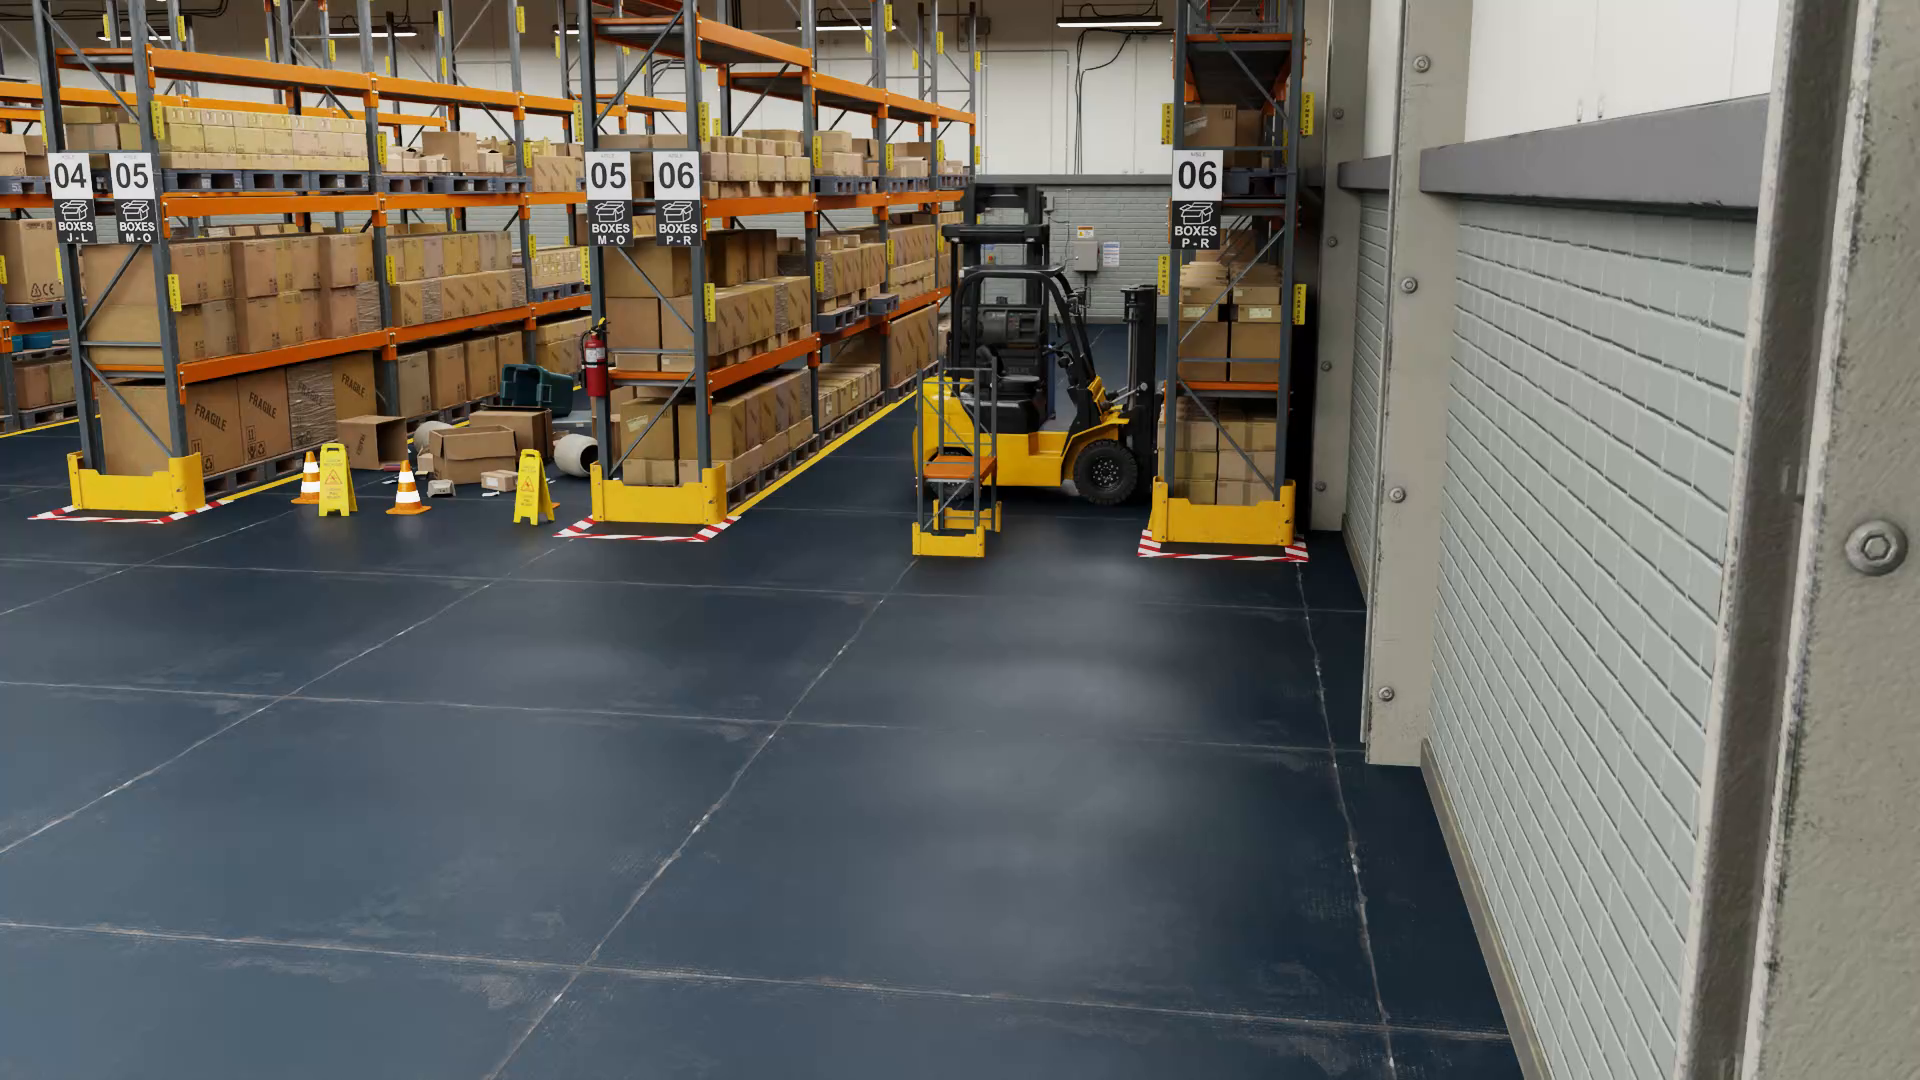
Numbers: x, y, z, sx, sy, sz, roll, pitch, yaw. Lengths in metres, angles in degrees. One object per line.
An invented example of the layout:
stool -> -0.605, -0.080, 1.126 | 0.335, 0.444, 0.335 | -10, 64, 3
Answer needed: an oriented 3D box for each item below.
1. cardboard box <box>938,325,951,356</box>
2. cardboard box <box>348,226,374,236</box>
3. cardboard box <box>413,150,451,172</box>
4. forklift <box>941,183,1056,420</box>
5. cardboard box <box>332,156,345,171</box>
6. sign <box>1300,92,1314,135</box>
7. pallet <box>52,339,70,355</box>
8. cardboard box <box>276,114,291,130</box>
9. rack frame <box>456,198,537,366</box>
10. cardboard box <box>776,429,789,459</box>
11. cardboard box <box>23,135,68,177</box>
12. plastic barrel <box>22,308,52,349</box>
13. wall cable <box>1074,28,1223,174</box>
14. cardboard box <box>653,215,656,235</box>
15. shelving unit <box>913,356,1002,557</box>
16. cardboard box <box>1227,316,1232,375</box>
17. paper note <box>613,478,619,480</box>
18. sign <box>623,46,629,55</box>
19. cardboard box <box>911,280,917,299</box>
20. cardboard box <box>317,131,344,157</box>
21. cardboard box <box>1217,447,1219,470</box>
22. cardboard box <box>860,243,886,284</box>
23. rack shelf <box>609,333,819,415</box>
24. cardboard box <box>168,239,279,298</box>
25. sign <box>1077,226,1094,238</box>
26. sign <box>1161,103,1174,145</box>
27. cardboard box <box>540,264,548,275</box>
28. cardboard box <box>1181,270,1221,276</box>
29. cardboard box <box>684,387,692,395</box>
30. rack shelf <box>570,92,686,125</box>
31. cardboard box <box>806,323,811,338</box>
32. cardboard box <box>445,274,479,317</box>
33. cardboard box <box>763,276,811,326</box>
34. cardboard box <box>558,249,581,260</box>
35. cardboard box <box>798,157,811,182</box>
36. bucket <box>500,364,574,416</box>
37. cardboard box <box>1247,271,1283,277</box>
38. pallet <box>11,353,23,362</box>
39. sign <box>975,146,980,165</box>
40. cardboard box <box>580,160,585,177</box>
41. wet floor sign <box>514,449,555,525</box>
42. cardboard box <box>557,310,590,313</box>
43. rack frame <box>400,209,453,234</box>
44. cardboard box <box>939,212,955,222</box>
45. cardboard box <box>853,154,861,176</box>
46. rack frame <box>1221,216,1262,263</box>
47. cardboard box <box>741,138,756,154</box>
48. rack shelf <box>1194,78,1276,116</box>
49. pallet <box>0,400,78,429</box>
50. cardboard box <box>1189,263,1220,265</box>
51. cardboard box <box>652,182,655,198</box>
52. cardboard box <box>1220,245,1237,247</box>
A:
cardboard box -> -0.644, -3.215, 26.878 | 0.875, 0.438, 0.875 | 2, 12, 8
cardboard box -> -10.229, -5.089, 28.356 | 0.500, 0.500, 0.500 | 2, 12, 9
cardboard box -> -6.487, -4.647, 20.400 | 0.396, 0.266, 0.258 | 2, 12, 9
forklift -> 0.403, -2.396, 18.155 | 1.130, 2.935, 3.031 | 2, 12, 8
cardboard box -> -6.801, -4.015, 17.744 | 0.380, 0.149, 0.250 | 2, 12, 10
sign -> 2.760, -3.390, 13.223 | 0.100, 0.325, 0.005 | 2, 12, 9
pallet -> -15.458, -3.408, 29.306 | 1.003, 0.211, 1.213 | 2, 12, 9
cardboard box -> -6.958, -4.194, 16.685 | 0.380, 0.149, 0.250 | 2, 12, 9
rack frame -> -6.369, -3.442, 22.845 | 1.000, 3.000, 0.127 | 2, 12, 9
cardboard box -> -2.057, -0.982, 16.962 | 0.500, 0.250, 0.500 | 2, 12, 10
cardboard box -> -11.555, -4.804, 20.803 | 0.797, 0.503, 0.637 | 2, 12, 11
plastic barrel -> -15.633, -3.684, 27.950 | 0.600, 0.901, 0.708 | 2, 12, 9
wall cable -> 3.854, -8.989, 34.256 | 2.988, 3.039, 0.133 | 2, 12, 9
cardboard box -> -5.271, -5.256, 27.946 | 0.500, 0.500, 0.500 | 2, 12, 10
shelving unit -> -0.012, -0.717, 13.762 | 0.587, 1.500, 1.083 | 2, 12, 9
cardboard box -> 2.622, -1.729, 14.661 | 0.500, 0.500, 0.500 | 2, 12, 10
paper note -> -3.520, -0.620, 16.800 | 0.142, 0.019, 0.148 | -2, 12, -11
sign -> -5.204, -7.725, 25.884 | 0.100, 0.325, 0.005 | 2, 12, 9
cardboard box -> -0.918, -3.642, 24.131 | 0.500, 0.250, 0.500 | 2, 12, 9
cardboard box -> -6.884, -4.186, 17.592 | 0.500, 0.250, 0.500 | 2, 12, 8
cardboard box -> 2.067, -0.798, 14.921 | 0.500, 0.250, 0.500 | 2, 12, 8
cardboard box -> -1.257, -3.599, 21.631 | 0.500, 0.500, 0.500 | 2, 12, 7
rack shelf -> -2.385, -1.702, 16.479 | 1.077, 0.370, 4.000 | 2, 12, 9
cardboard box -> -7.290, -2.684, 16.406 | 0.875, 0.550, 0.550 | 2, 12, 9
sign -> 2.643, -6.493, 35.040 | 0.339, 0.242, 0.001 | 2, 12, 9
sign -> 1.679, -3.358, 13.422 | 0.100, 0.325, 0.005 | 2, 12, 9
cardboard box -> -6.056, -3.821, 23.495 | 0.380, 0.149, 0.250 | 2, 12, 11
cardboard box -> 2.350, -2.549, 16.217 | 0.380, 0.149, 0.250 | 2, 12, 8
cardboard box -> -2.795, -1.488, 15.989 | 0.380, 0.149, 0.250 | 2, 12, 10
rack shelf -> -5.446, -7.270, 28.085 | 1.077, 0.370, 4.000 | 2, 12, 9
cardboard box -> -1.825, -2.270, 18.005 | 0.380, 0.149, 0.250 | 2, 12, 8
cardboard box -> -6.402, -3.074, 20.899 | 0.500, 0.500, 0.500 | 2, 12, 10
cardboard box -> -1.900, -2.564, 17.826 | 0.500, 0.500, 0.500 | 2, 12, 7
cardboard box -> -5.824, -4.287, 24.952 | 0.380, 0.149, 0.250 | 1, 12, 6
cardboard box -> -1.879, -3.907, 17.534 | 0.500, 0.250, 0.500 | 2, 12, 8
bucket -> -4.727, -1.649, 18.688 | 0.726, 0.611, 0.620 | 7, 4, 28
cardboard box -> 2.934, -2.531, 16.135 | 0.380, 0.149, 0.250 | 2, 12, 8
pallet -> -15.878, -2.840, 26.669 | 1.003, 0.211, 1.213 | 2, 12, 9
sign -> 0.302, -6.808, 29.430 | 0.100, 0.325, 0.005 | 2, 12, 9
cardboard box -> -6.096, -5.726, 25.539 | 0.500, 0.311, 0.500 | 2, 12, 8
wet floor sign -> -3.779, -0.482, 14.696 | 0.267, 0.644, 0.232 | 7, 14, 28
cardboard box -> -6.128, -3.479, 26.175 | 0.500, 0.250, 0.500 | 1, 12, 6
rack frame -> -10.024, -5.289, 31.416 | 1.000, 3.000, 0.127 | 2, 12, 9
cardboard box -> -0.289, -5.364, 27.612 | 0.380, 0.149, 0.250 | 2, 12, 9
cardboard box -> -1.458, -4.388, 19.474 | 0.500, 0.250, 0.500 | 2, 12, 8
rack frame -> 4.058, -3.975, 25.319 | 1.000, 3.000, 0.127 | 2, 12, 9
cardboard box -> -2.137, -3.697, 15.613 | 0.380, 0.149, 0.250 | 2, 12, 10
rack shelf -> 3.136, -5.112, 19.010 | 1.077, 0.370, 4.000 | 2, 12, 9
pallet -> -11.751, -1.590, 20.871 | 1.003, 0.211, 1.213 | 2, 12, 9
cardboard box -> 3.063, -3.396, 20.855 | 0.380, 0.149, 0.250 | 2, 12, 10
cardboard box -> -2.908, -3.117, 14.813 | 0.380, 0.149, 0.250 | 2, 12, 9
cardboard box -> 3.763, -4.136, 24.831 | 0.700, 0.500, 0.500 | 2, 12, 10
